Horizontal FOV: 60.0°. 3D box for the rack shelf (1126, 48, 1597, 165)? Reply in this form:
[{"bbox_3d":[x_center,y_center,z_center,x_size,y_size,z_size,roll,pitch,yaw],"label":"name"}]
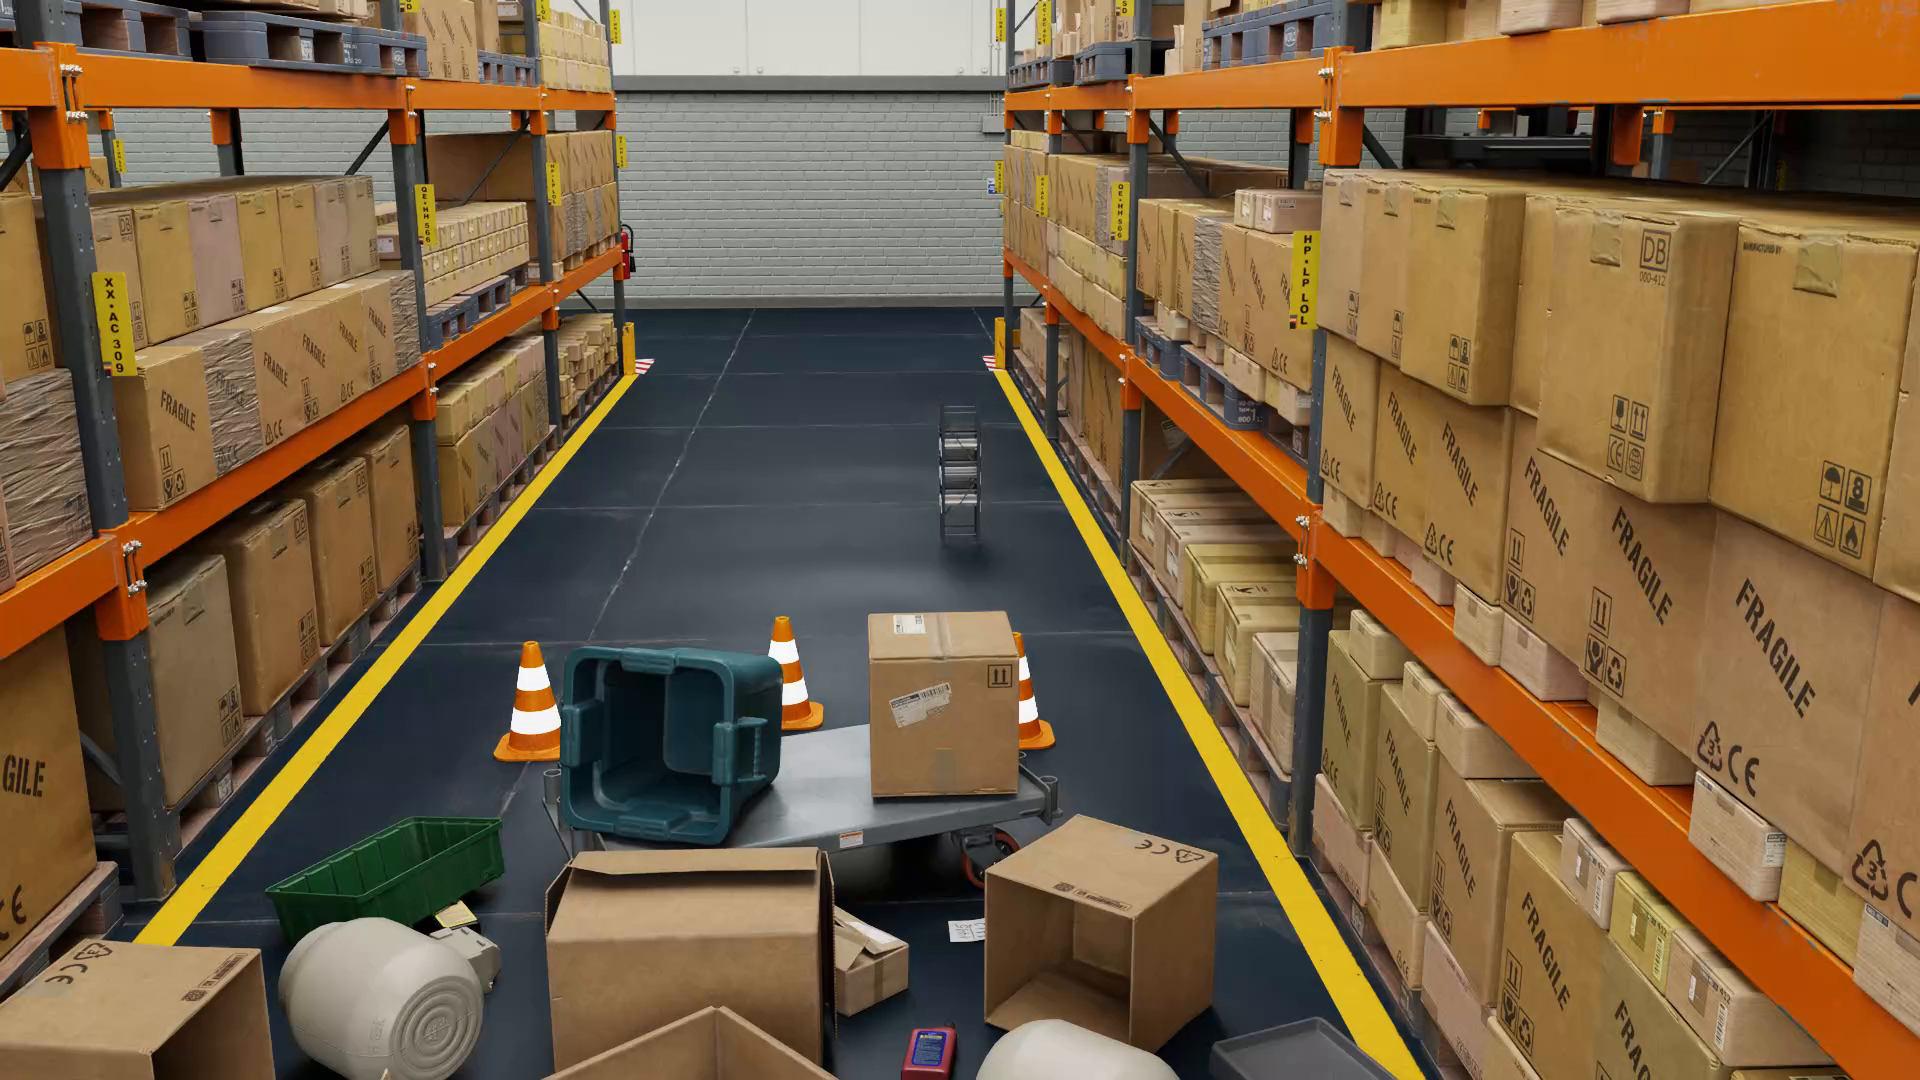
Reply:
[{"bbox_3d":[1.585,-1.917,7.381,1.077,0.370,4.000,-1,14,-3],"label":"rack shelf"}]

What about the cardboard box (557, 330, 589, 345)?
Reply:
[{"bbox_3d":[-3.651,-1.857,15.408,0.380,0.149,0.250,-1,14,-5],"label":"cardboard box"}]

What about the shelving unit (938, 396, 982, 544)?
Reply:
[{"bbox_3d":[0.000,-0.438,10.422,0.258,0.900,0.210,-1,14,-3],"label":"shelving unit"}]

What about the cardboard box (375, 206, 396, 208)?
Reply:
[{"bbox_3d":[-4.119,-2.335,12.049,0.380,0.149,0.250,-1,14,-3],"label":"cardboard box"}]

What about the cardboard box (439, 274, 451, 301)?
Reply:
[{"bbox_3d":[-3.333,-1.538,10.147,0.380,0.149,0.250,0,14,-1],"label":"cardboard box"}]

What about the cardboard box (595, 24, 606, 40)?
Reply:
[{"bbox_3d":[-3.655,-4.935,16.165,0.380,0.149,0.250,-1,14,-4],"label":"cardboard box"}]

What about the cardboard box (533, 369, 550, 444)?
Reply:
[{"bbox_3d":[-3.423,-1.016,12.629,0.500,0.500,0.500,-1,14,-5],"label":"cardboard box"}]

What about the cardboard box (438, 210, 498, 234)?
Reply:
[{"bbox_3d":[-3.441,-2.219,11.597,0.380,0.149,0.250,-1,14,-5],"label":"cardboard box"}]

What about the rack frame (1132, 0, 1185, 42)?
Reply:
[{"bbox_3d":[1.461,-4.215,8.851,1.000,3.000,0.127,-1,14,-3],"label":"rack frame"}]

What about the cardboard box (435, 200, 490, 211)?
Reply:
[{"bbox_3d":[-4.033,-2.512,13.471,0.500,0.500,0.500,-1,14,-3],"label":"cardboard box"}]

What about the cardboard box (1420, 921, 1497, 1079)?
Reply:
[{"bbox_3d":[1.556,1.228,4.408,0.500,0.250,0.500,-1,14,-4],"label":"cardboard box"}]

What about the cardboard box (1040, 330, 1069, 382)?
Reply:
[{"bbox_3d":[1.226,-1.648,15.210,0.875,0.438,0.875,-1,14,-5],"label":"cardboard box"}]

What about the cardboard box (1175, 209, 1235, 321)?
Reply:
[{"bbox_3d":[1.337,-1.329,8.031,0.500,0.500,0.500,-1,14,-2],"label":"cardboard box"}]

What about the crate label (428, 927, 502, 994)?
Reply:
[{"bbox_3d":[-1.584,1.314,5.143,0.298,0.136,0.250,-13,20,-42],"label":"crate label"}]

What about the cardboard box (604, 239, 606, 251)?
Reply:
[{"bbox_3d":[-3.658,-2.875,16.185,0.380,0.149,0.250,-1,14,-4],"label":"cardboard box"}]

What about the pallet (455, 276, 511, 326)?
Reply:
[{"bbox_3d":[-3.636,-1.607,11.138,1.003,0.211,1.213,-1,14,-3],"label":"pallet"}]

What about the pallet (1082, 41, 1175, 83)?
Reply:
[{"bbox_3d":[1.369,-2.831,9.867,1.213,0.211,1.003,0,14,-1],"label":"pallet"}]

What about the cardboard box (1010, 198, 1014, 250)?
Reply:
[{"bbox_3d":[0.768,-3.099,16.350,0.500,0.500,0.500,-1,14,-4],"label":"cardboard box"}]

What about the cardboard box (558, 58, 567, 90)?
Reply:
[{"bbox_3d":[-3.526,-3.827,13.662,0.500,0.250,0.500,-1,14,-4],"label":"cardboard box"}]

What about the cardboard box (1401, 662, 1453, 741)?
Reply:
[{"bbox_3d":[1.458,0.446,4.640,0.380,0.149,0.250,0,14,-1],"label":"cardboard box"}]

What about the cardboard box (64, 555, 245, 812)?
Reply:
[{"bbox_3d":[-3.353,0.519,6.160,1.050,0.750,0.750,-1,14,-4],"label":"cardboard box"}]

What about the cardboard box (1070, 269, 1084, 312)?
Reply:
[{"bbox_3d":[1.049,-1.738,11.562,0.500,0.250,0.500,-1,14,-4],"label":"cardboard box"}]

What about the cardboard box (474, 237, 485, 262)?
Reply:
[{"bbox_3d":[-3.404,-1.945,11.130,0.380,0.149,0.250,0,14,-1],"label":"cardboard box"}]

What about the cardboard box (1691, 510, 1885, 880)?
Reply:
[{"bbox_3d":[1.622,0.232,2.808,0.500,0.500,0.500,-1,14,-3],"label":"cardboard box"}]

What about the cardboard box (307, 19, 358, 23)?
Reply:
[{"bbox_3d":[-3.216,-2.654,8.228,0.380,0.166,0.250,-1,14,-3],"label":"cardboard box"}]

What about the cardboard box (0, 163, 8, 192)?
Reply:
[{"bbox_3d":[-8.511,-2.961,14.215,0.500,0.500,0.500,-1,14,-5],"label":"cardboard box"}]

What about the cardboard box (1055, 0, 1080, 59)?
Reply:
[{"bbox_3d":[0.979,-3.786,12.157,0.500,0.500,0.500,-1,14,-4],"label":"cardboard box"}]

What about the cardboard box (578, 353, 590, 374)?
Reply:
[{"bbox_3d":[-3.540,-1.586,14.954,0.380,0.149,0.250,-1,14,-4],"label":"cardboard box"}]

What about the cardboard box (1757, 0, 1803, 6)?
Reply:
[{"bbox_3d":[1.613,-0.989,2.835,0.380,0.149,0.250,-1,14,-4],"label":"cardboard box"}]

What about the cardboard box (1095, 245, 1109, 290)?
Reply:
[{"bbox_3d":[1.142,-1.723,10.503,0.500,0.250,0.500,-1,14,-5],"label":"cardboard box"}]

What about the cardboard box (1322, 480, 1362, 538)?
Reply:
[{"bbox_3d":[1.409,-0.110,5.439,0.380,0.149,0.250,-1,14,-4],"label":"cardboard box"}]

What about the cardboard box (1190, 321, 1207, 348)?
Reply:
[{"bbox_3d":[1.340,-1.041,8.214,0.380,0.149,0.250,0,14,0],"label":"cardboard box"}]

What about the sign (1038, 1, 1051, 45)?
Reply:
[{"bbox_3d":[0.660,-4.037,12.982,0.100,0.325,0.005,-1,14,-3],"label":"sign"}]

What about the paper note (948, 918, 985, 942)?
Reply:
[{"bbox_3d":[0.039,1.281,5.487,0.148,0.019,0.142,-1,14,-3],"label":"paper note"}]

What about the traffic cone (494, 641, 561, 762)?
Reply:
[{"bbox_3d":[-1.801,0.658,7.040,0.336,0.463,0.334,-1,14,-3],"label":"traffic cone"}]

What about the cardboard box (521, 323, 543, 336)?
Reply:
[{"bbox_3d":[-4.152,-1.982,15.893,0.380,0.149,0.250,-2,15,-6],"label":"cardboard box"}]

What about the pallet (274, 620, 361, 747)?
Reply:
[{"bbox_3d":[-3.427,0.642,7.608,1.003,0.211,1.213,-1,14,-3],"label":"pallet"}]

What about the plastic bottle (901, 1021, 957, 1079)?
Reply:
[{"bbox_3d":[-0.083,1.458,4.738,0.133,0.061,0.283,2,15,6],"label":"plastic bottle"}]

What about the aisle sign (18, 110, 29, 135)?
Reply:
[{"bbox_3d":[-9.229,-4.419,16.464,0.394,0.787,0.004,-1,14,-3],"label":"aisle sign"}]

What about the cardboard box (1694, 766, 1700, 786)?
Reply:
[{"bbox_3d":[1.678,0.457,3.236,0.380,0.149,0.250,-1,14,-3],"label":"cardboard box"}]

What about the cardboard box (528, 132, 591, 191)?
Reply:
[{"bbox_3d":[-3.583,-3.378,14.832,0.500,0.500,0.500,-1,14,-5],"label":"cardboard box"}]

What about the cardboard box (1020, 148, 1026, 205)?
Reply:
[{"bbox_3d":[0.822,-3.328,15.235,0.500,0.500,0.500,-1,14,-3],"label":"cardboard box"}]

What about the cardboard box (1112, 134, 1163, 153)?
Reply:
[{"bbox_3d":[1.453,-3.234,13.567,0.380,0.149,0.250,-1,14,-4],"label":"cardboard box"}]

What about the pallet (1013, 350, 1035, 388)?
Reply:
[{"bbox_3d":[1.093,-1.751,16.910,1.003,0.211,1.213,-1,14,-3],"label":"pallet"}]

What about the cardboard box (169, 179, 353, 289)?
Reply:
[{"bbox_3d":[-3.422,-1.504,8.143,0.700,0.500,0.500,-1,14,-4],"label":"cardboard box"}]

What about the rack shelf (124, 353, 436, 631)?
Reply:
[{"bbox_3d":[-3.349,-0.363,7.360,1.077,0.370,4.000,-1,14,-3],"label":"rack shelf"}]

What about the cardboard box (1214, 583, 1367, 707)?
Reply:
[{"bbox_3d":[1.626,0.445,7.208,0.950,0.372,0.625,0,14,0],"label":"cardboard box"}]

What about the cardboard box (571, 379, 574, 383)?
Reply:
[{"bbox_3d":[-3.572,-1.311,14.481,0.380,0.149,0.250,-1,14,-5],"label":"cardboard box"}]

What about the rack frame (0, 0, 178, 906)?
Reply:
[{"bbox_3d":[-3.225,-0.214,5.337,1.000,3.000,0.127,-1,14,-3],"label":"rack frame"}]

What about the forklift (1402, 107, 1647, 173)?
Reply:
[{"bbox_3d":[3.085,-1.239,9.460,1.130,2.935,3.031,-1,14,-3],"label":"forklift"}]

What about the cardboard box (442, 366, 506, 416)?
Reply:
[{"bbox_3d":[-3.323,-0.989,11.019,0.500,0.250,0.500,-1,14,-3],"label":"cardboard box"}]

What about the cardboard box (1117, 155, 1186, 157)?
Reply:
[{"bbox_3d":[1.492,-2.730,12.911,0.500,0.500,0.500,0,14,-2],"label":"cardboard box"}]

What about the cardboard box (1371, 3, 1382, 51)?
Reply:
[{"bbox_3d":[1.482,-1.564,5.070,0.380,0.149,0.250,-1,14,-4],"label":"cardboard box"}]

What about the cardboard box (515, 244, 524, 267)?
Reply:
[{"bbox_3d":[-3.482,-2.125,12.426,0.380,0.149,0.250,-1,14,-3],"label":"cardboard box"}]
